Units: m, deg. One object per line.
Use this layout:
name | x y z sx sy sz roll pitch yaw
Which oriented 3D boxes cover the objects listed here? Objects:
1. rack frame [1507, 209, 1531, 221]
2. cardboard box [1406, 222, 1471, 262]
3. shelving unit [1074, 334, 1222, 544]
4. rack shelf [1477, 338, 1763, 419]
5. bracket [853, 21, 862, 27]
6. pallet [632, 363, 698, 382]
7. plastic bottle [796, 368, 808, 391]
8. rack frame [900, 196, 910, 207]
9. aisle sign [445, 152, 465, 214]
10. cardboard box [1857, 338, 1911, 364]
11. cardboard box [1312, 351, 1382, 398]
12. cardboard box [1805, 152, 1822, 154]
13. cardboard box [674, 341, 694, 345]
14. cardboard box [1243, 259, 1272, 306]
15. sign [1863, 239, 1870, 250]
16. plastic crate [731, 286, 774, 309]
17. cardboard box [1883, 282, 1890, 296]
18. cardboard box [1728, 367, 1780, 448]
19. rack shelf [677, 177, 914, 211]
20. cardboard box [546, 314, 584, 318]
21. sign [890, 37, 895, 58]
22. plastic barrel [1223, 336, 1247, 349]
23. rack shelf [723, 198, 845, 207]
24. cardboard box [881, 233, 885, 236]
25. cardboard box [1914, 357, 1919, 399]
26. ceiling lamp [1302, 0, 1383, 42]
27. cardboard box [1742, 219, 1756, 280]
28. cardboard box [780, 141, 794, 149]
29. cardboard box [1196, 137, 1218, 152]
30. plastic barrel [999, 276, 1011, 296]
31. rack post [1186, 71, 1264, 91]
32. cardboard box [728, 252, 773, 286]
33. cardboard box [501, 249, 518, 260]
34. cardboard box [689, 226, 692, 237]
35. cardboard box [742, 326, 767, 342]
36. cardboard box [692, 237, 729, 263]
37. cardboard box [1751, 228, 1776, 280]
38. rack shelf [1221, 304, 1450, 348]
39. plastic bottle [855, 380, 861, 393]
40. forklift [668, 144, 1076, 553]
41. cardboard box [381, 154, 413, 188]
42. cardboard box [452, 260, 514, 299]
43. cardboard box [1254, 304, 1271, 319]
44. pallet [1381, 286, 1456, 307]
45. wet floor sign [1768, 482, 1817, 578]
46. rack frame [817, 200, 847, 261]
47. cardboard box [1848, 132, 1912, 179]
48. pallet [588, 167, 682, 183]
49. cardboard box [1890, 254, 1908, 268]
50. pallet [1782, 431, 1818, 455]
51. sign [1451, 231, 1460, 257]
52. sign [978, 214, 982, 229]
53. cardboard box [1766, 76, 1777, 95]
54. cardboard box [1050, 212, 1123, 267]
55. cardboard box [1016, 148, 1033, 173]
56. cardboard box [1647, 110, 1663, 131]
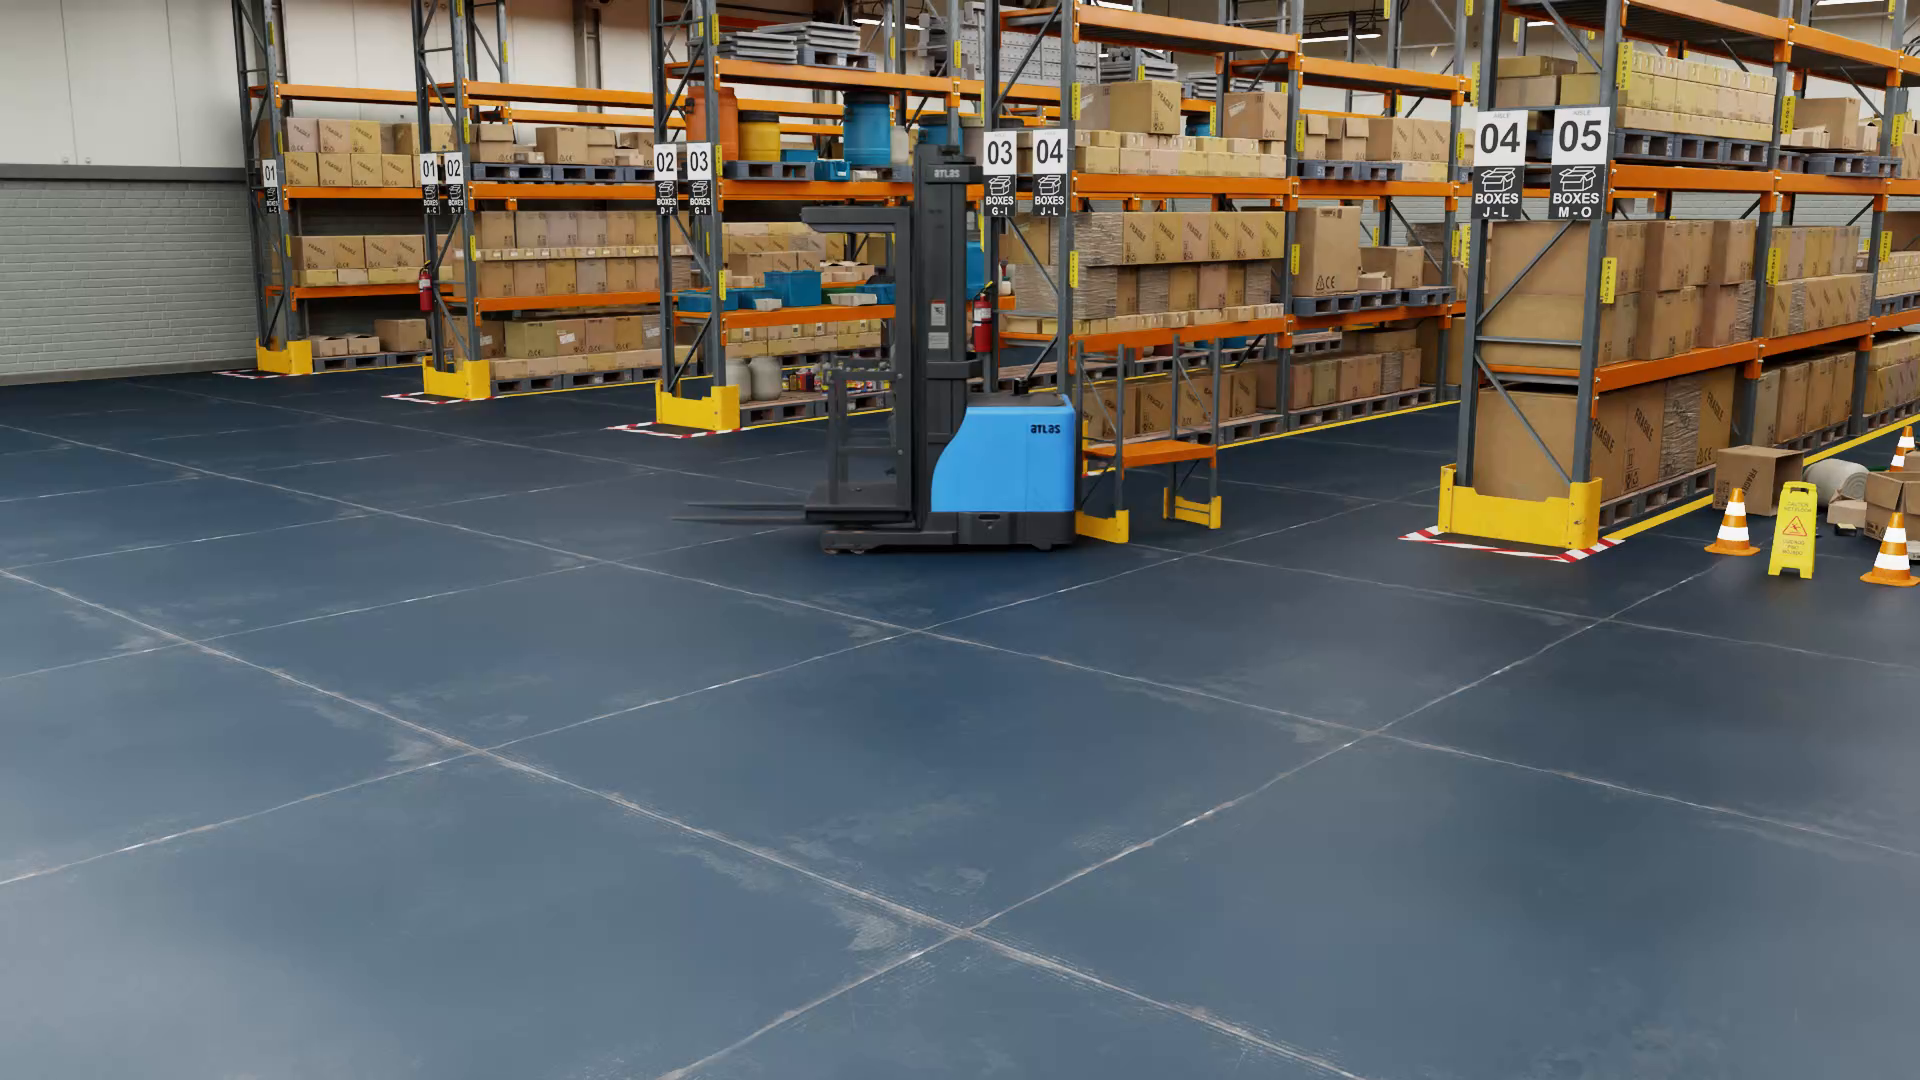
rack frame | 8.565 -3.920 24.677 1.000 3.000 0.127 10 15 40
cardboard box | 6.420 -3.978 22.151 0.797 0.503 0.637 10 15 42
shelving unit | 1.471 -0.816 12.968 1.083 1.500 0.587 -8 14 -36
rack shelf | 5.623 -1.439 14.096 1.077 0.370 4.000 10 15 40
bracket | -2.244 -10.778 34.508 0.235 0.232 0.430 10 15 40
pallet | -4.711 -2.545 24.914 1.003 0.211 1.213 10 15 40
plastic bottle | -2.007 -2.035 21.072 0.152 0.276 0.135 10 15 41
rack frame | -0.436 -3.383 21.990 1.000 3.000 0.127 10 15 40
aisle sign | -6.608 -4.661 21.752 0.394 0.787 0.004 10 15 40
cardboard box | 10.892 -2.239 19.657 0.500 0.250 0.500 10 15 41
cardboard box | 4.772 -2.052 20.587 0.500 0.500 0.700 -11 15 -43
cardboard box | 8.941 -4.279 17.719 0.500 0.311 0.500 10 15 40
cardboard box | -4.099 -2.980 25.921 0.500 0.250 0.500 10 15 40
cardboard box | 2.941 -2.879 18.454 0.875 0.500 0.500 10 15 40
sign | 11.812 -3.757 21.653 0.100 0.325 0.005 10 15 40
plastic crate | -2.538 -2.929 20.095 0.499 0.251 0.408 10 15 40
cardboard box | 10.386 -2.877 19.024 0.380 0.149 0.250 11 16 43
cardboard box | 7.286 -1.292 16.194 1.050 0.750 0.750 10 15 40
rack shelf | -1.756 -4.207 20.294 1.077 0.370 4.000 10 15 40
cardboard box | -5.684 -3.000 24.109 0.500 0.500 0.500 10 15 40
sign | -1.095 -8.019 27.095 0.100 0.325 0.005 10 15 40
plastic barrel | 4.473 -3.659 27.658 0.600 0.901 0.708 10 15 40
rack shelf | -3.917 -6.665 32.600 1.077 0.370 4.000 10 15 40
cardboard box | -1.741 -6.172 35.190 0.980 0.700 0.700 9 15 39
cardboard box | 11.586 -2.027 20.510 0.500 0.500 0.500 9 15 39
ceiling lamp | 7.415 -11.665 33.234 2.000 3.185 0.800 10 15 40
cardboard box | 6.674 -2.640 15.129 0.875 0.550 0.550 10 15 40
cardboard box | -3.630 -7.749 32.897 0.500 0.250 0.500 9 15 39
cardboard box | 2.421 -4.056 17.065 0.380 0.149 0.250 11 16 43
plastic barrel | 0.553 -3.490 22.879 0.301 0.262 0.301 0 11 0
rack post | 4.265 -7.345 26.703 0.937 0.300 0.954 9 15 39
cardboard box | -3.288 -4.261 26.133 0.500 0.500 0.500 -11 16 -43
cardboard box | -6.202 -3.872 22.525 0.380 0.149 0.250 9 15 39
cardboard box | -5.133 -5.925 31.737 0.500 0.250 0.500 10 15 42
cardboard box | -3.360 -3.258 25.881 0.500 0.311 0.500 10 15 40
cardboard box | -4.725 -5.495 31.501 0.500 0.500 0.500 10 15 42
cardboard box | 7.267 -2.700 15.761 0.700 0.500 0.500 9 15 39
rack shelf | 4.604 -2.684 20.328 1.077 0.370 4.000 10 15 40
plastic bottle | -1.288 -1.944 20.808 0.097 0.201 0.097 0 11 0
forklift | -0.656 -1.442 12.447 3.031 2.935 1.130 0 11 1
cardboard box | -9.051 -5.855 26.402 0.500 0.500 0.500 11 16 44
cardboard box | -6.477 -3.551 22.579 0.700 0.500 0.500 10 15 40
cardboard box | 3.191 -2.514 18.282 0.380 0.149 0.250 10 15 40
pallet | 5.534 -3.118 21.155 1.213 0.211 1.003 10 15 40
wet floor sign | 5.771 -0.083 11.480 0.267 0.644 0.232 7 13 31
rack frame | -2.597 -5.841 34.296 1.000 3.000 0.127 10 15 40
cardboard box | 10.161 -4.245 18.390 0.500 0.500 0.500 10 15 40
pallet | -4.698 -5.323 24.269 1.003 0.211 1.213 10 15 40
cardboard box | 10.901 -3.286 19.555 0.380 0.149 0.250 10 15 42
pallet | 8.201 -1.023 17.292 1.003 0.211 1.213 10 15 40
sign | 6.339 -3.791 21.281 0.100 0.325 0.005 10 15 40
sign | 0.442 -7.041 36.745 0.100 0.325 0.005 10 15 40
cardboard box | 6.941 -3.985 14.625 0.380 0.149 0.250 10 15 40
cardboard box | 1.212 -2.885 15.929 0.500 0.500 0.500 10 15 40
cardboard box | 0.771 -3.655 16.078 0.500 0.250 0.500 10 15 42
cardboard box | 5.103 -3.184 12.650 0.380 0.149 0.250 10 15 41
